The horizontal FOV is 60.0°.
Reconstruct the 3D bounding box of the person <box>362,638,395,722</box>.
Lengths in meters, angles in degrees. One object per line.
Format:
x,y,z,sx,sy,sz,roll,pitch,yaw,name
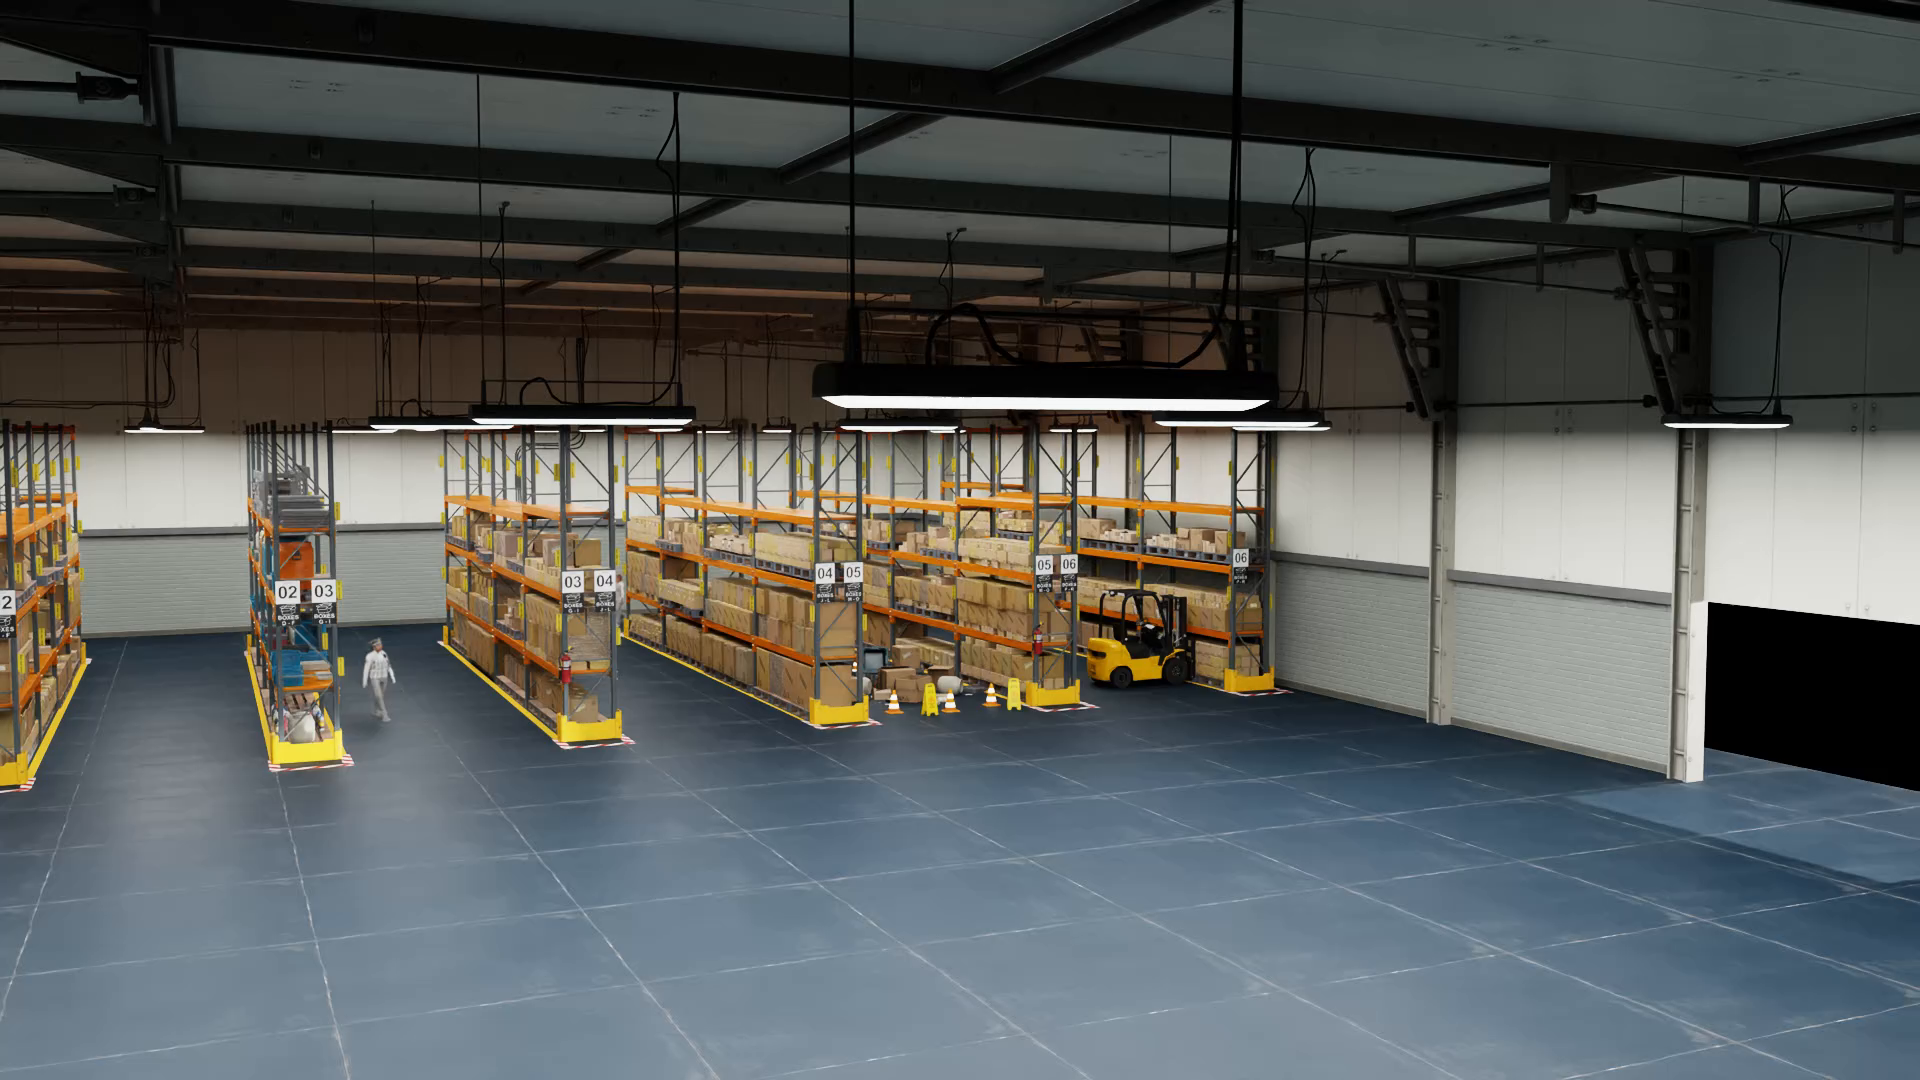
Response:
-11.707,2.791,33.551,0.612,1.633,0.986,-3,5,-42,person

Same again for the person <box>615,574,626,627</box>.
-10.218,1.805,49.884,0.418,1.591,0.584,3,5,39,person
